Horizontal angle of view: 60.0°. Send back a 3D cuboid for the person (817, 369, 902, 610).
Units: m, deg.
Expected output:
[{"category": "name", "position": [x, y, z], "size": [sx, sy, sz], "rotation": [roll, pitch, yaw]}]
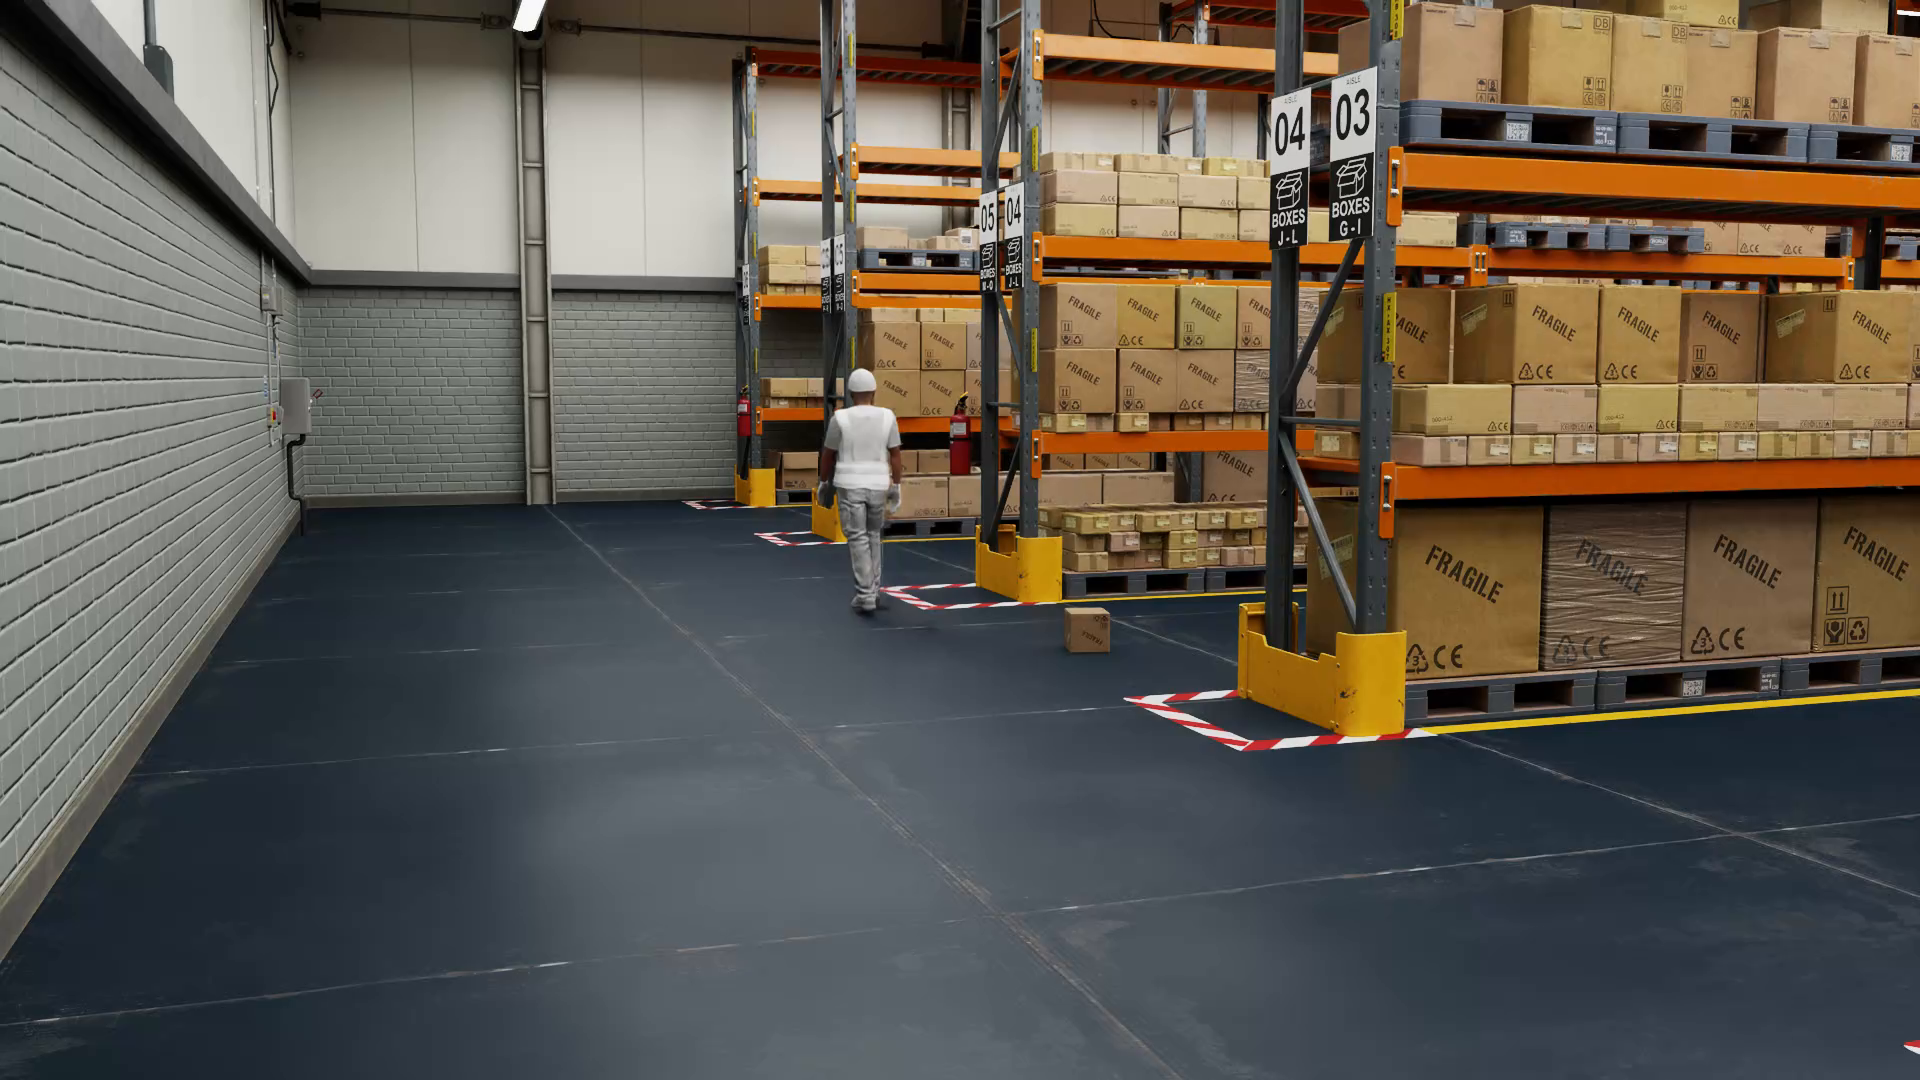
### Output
[{"category": "person", "position": [-0.769, -0.366, 12.387], "size": [0.563, 1.814, 0.737], "rotation": [-3, 6, -24]}]
